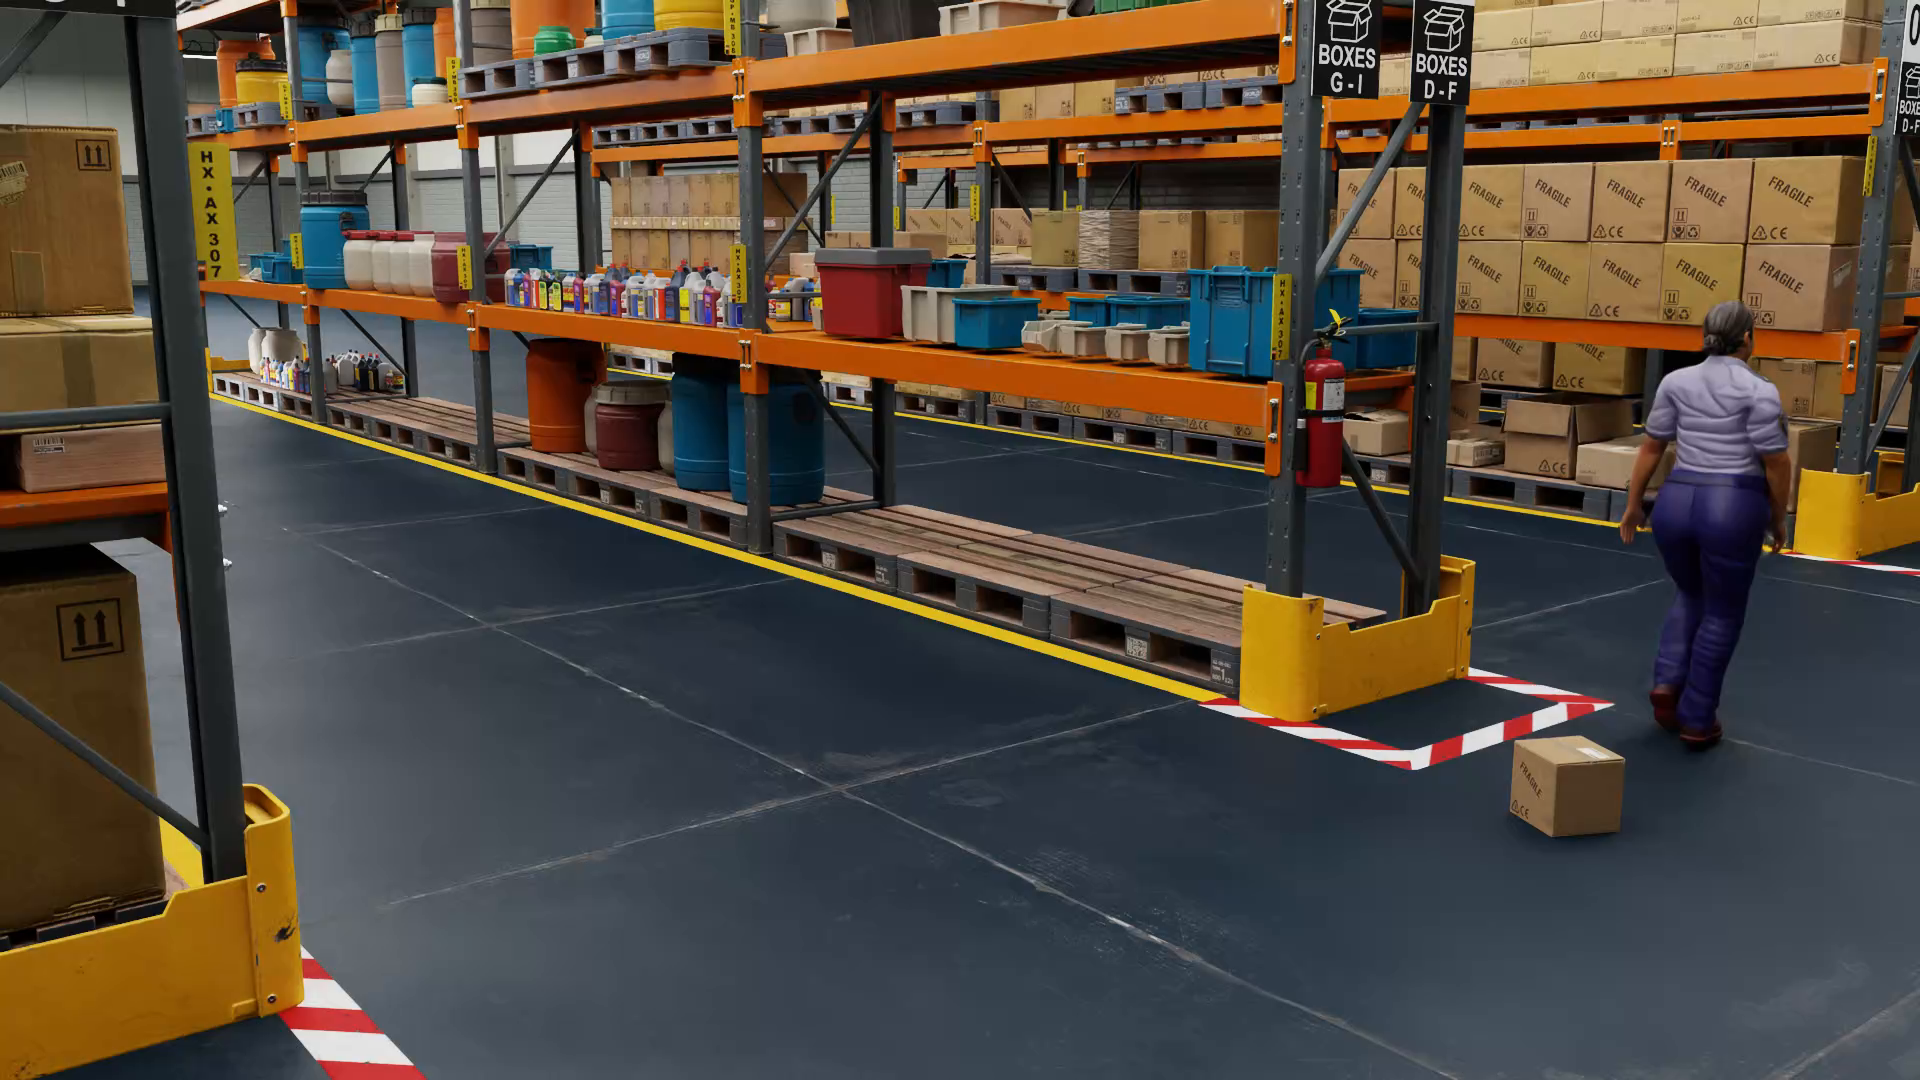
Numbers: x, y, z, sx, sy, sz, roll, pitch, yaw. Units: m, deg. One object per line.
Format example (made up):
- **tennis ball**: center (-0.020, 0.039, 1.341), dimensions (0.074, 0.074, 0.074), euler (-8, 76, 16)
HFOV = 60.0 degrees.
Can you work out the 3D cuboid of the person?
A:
- **person**: center (2.803, -0.053, 6.267), dimensions (0.453, 1.689, 0.595), euler (-8, 14, -35)
